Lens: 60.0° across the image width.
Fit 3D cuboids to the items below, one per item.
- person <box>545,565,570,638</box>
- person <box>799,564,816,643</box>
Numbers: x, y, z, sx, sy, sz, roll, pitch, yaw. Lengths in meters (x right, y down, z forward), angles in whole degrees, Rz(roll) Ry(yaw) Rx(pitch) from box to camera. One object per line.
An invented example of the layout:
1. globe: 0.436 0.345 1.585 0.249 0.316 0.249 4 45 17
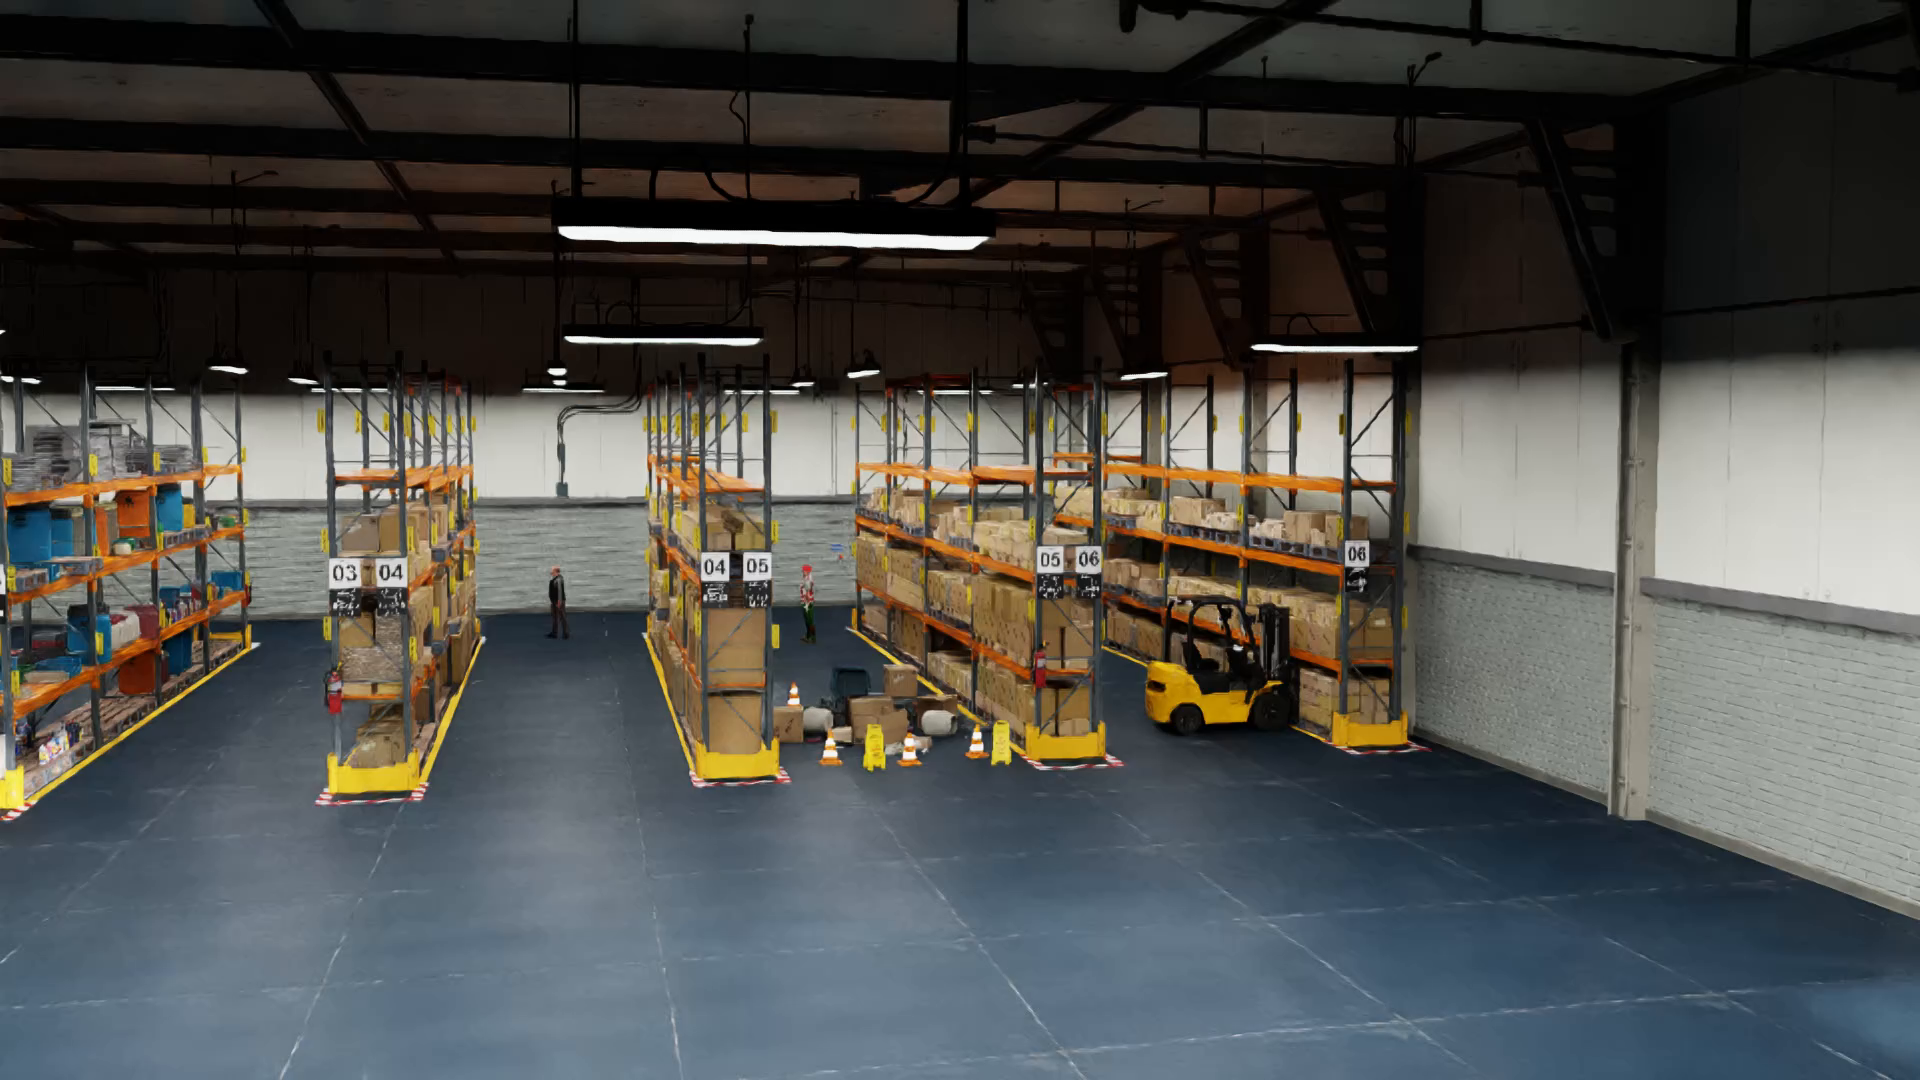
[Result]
1. person: -9.423 1.433 38.923 0.519 1.722 0.638 -2 4 -24
2. person: -3.512 1.443 38.148 0.388 1.789 0.644 0 4 -4
